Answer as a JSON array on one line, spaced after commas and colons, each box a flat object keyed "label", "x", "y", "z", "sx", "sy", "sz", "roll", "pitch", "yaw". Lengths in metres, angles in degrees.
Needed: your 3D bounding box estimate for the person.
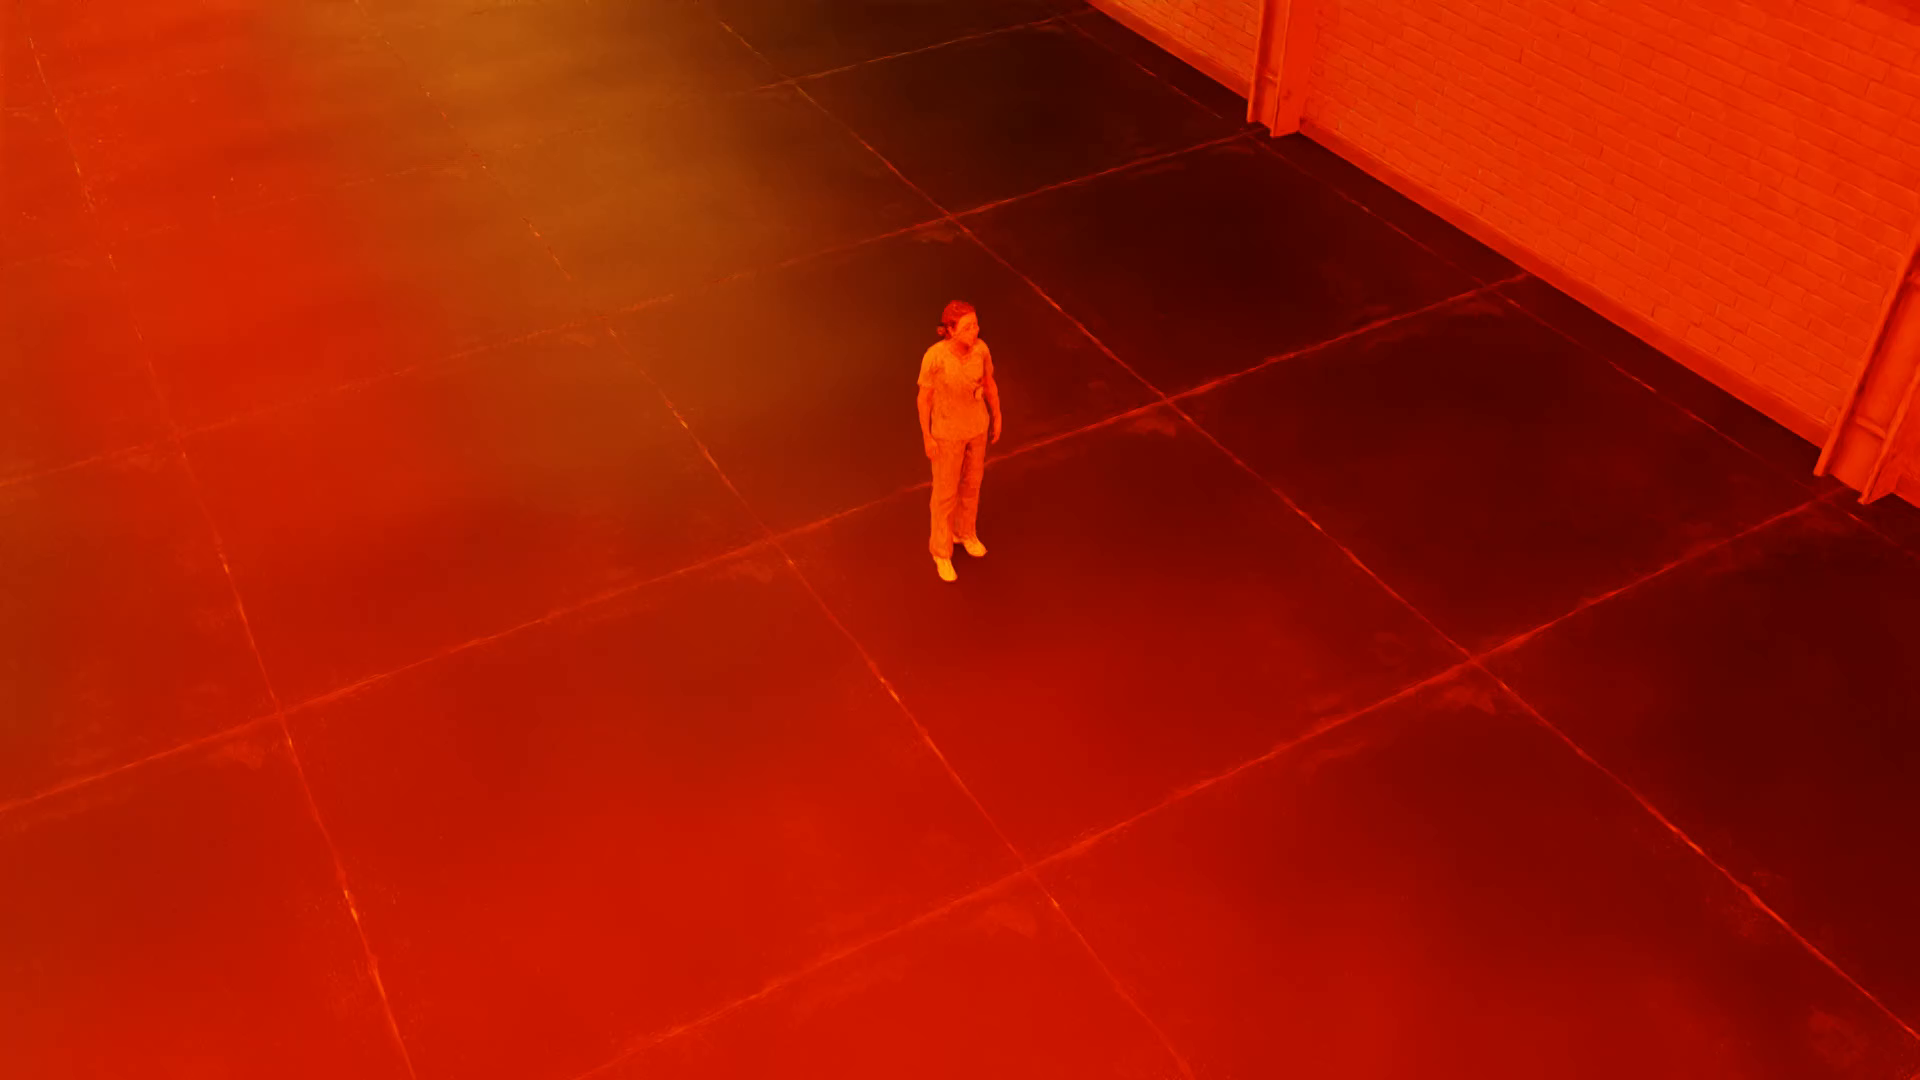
[{"label": "person", "x": 0.026, "y": -0.605, "z": 9.738, "sx": 0.550, "sy": 1.674, "sz": 0.548, "roll": -20, "pitch": 44, "yaw": -23}]
